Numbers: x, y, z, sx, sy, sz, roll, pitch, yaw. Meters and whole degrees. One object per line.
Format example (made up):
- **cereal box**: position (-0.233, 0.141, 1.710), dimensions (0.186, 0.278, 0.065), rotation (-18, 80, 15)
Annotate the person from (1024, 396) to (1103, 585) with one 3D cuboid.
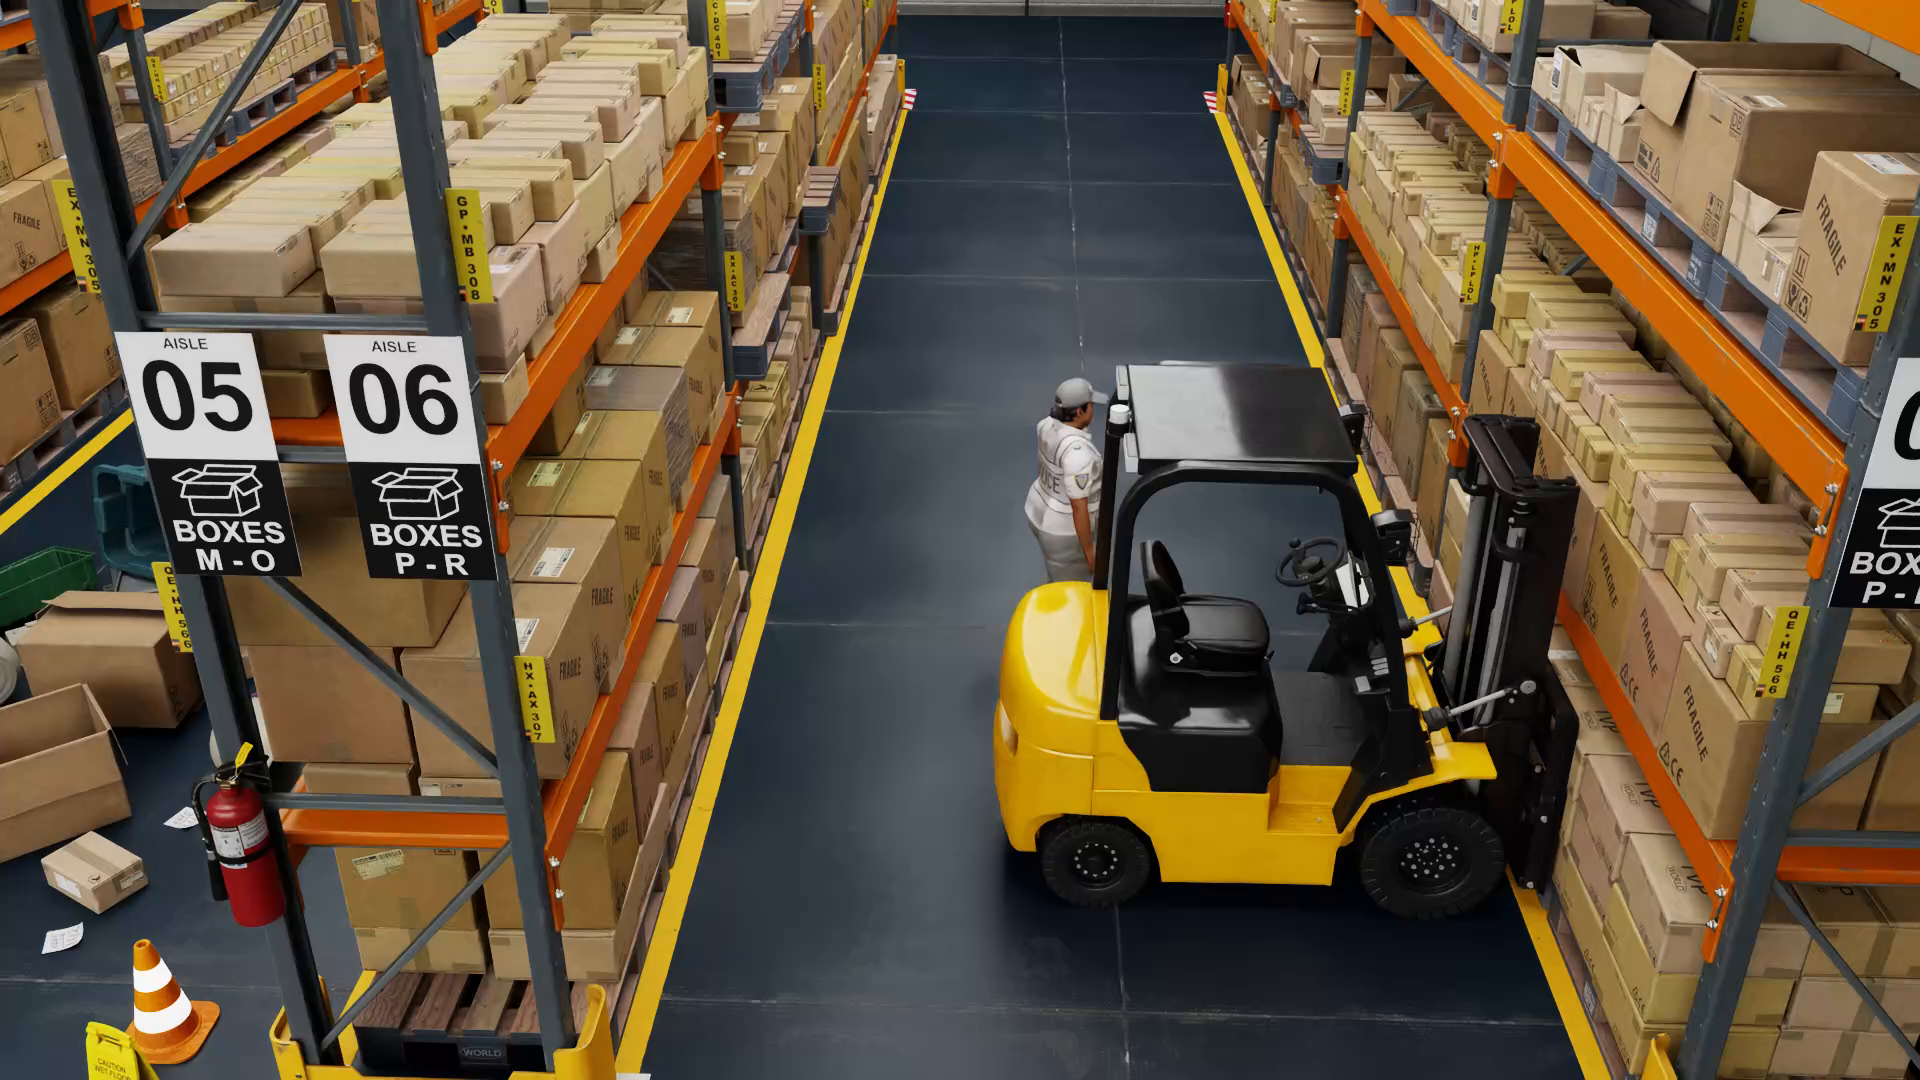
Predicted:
- **person**: position (0.556, -0.053, 8.748), dimensions (0.406, 1.697, 0.617), rotation (-8, 29, -15)
